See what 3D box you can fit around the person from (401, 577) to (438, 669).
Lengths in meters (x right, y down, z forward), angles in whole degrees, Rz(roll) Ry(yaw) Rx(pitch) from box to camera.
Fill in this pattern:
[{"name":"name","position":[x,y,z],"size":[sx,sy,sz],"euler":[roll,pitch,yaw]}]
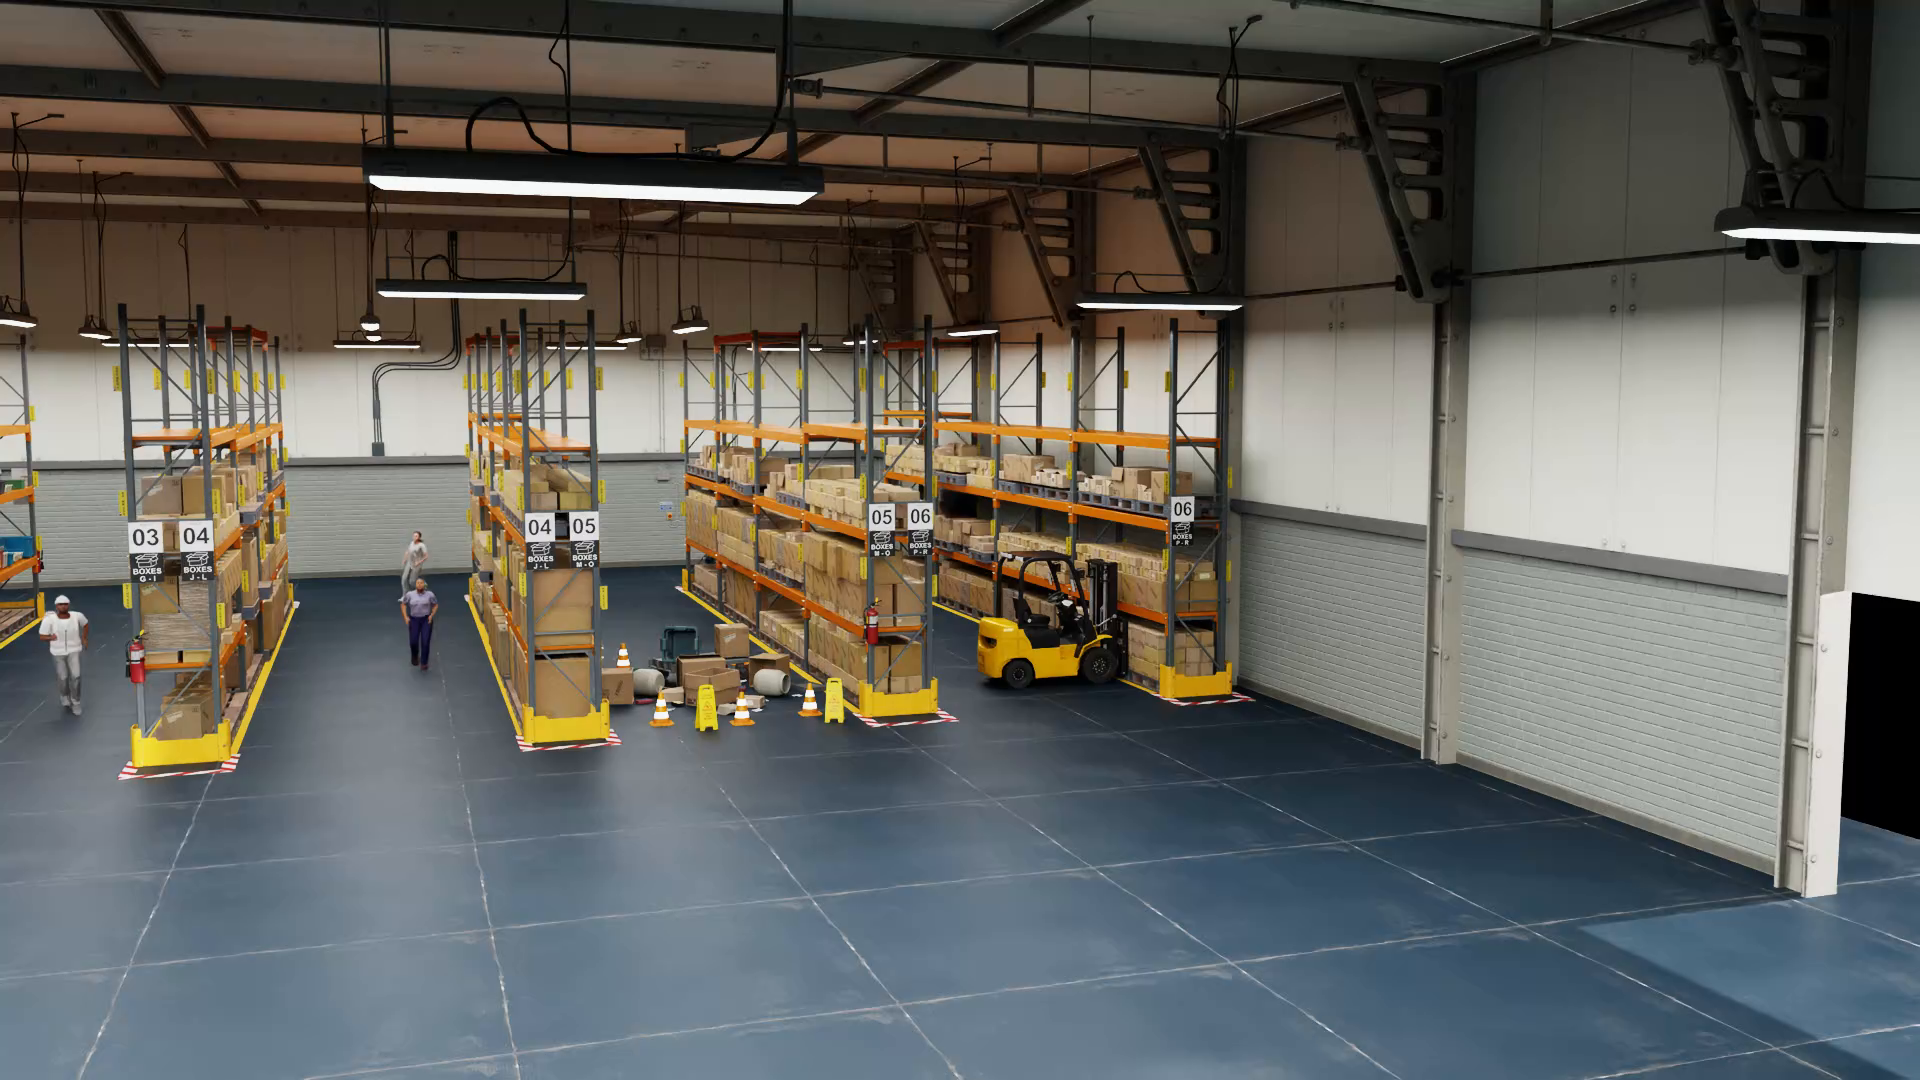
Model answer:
[{"name":"person","position":[-9.425,1.468,29.036],"size":[0.618,1.594,0.504],"euler":[-2,6,-17]}]

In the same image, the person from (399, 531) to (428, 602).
[{"name":"person","position":[-12.457,0.592,38.125],"size":[0.605,1.613,0.675],"euler":[2,6,20]}]

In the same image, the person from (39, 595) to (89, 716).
[{"name":"person","position":[-13.546,1.742,25.184],"size":[0.676,1.831,0.787],"euler":[-3,6,-29]}]

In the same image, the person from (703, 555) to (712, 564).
[{"name":"person","position":[-6.195,0.316,41.438],"size":[0.754,1.578,0.579],"euler":[2,6,17]}]
